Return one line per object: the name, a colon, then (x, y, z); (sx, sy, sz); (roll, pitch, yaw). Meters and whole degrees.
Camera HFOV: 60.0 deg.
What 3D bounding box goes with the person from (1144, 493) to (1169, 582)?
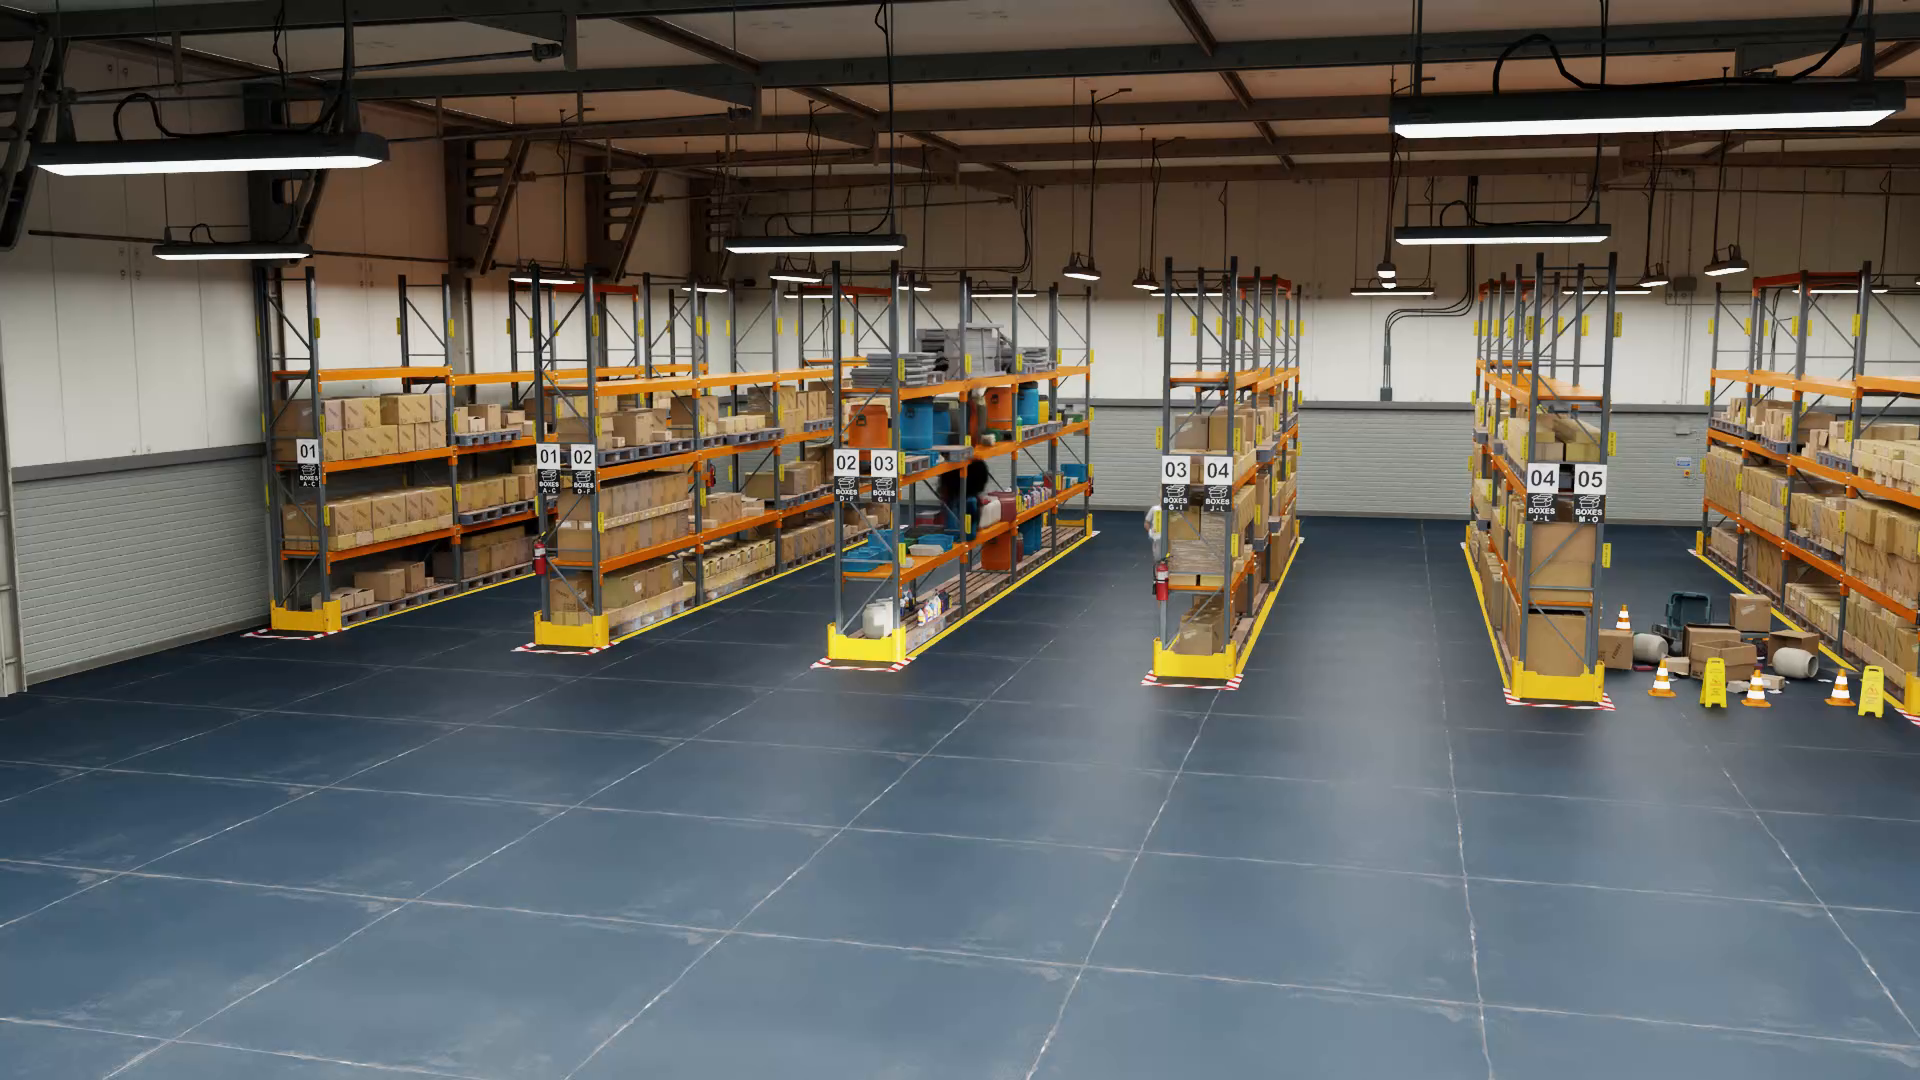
person: (3.718, -0.009, 30.369); (0.700, 1.768, 0.724); (1, 7, 5)
